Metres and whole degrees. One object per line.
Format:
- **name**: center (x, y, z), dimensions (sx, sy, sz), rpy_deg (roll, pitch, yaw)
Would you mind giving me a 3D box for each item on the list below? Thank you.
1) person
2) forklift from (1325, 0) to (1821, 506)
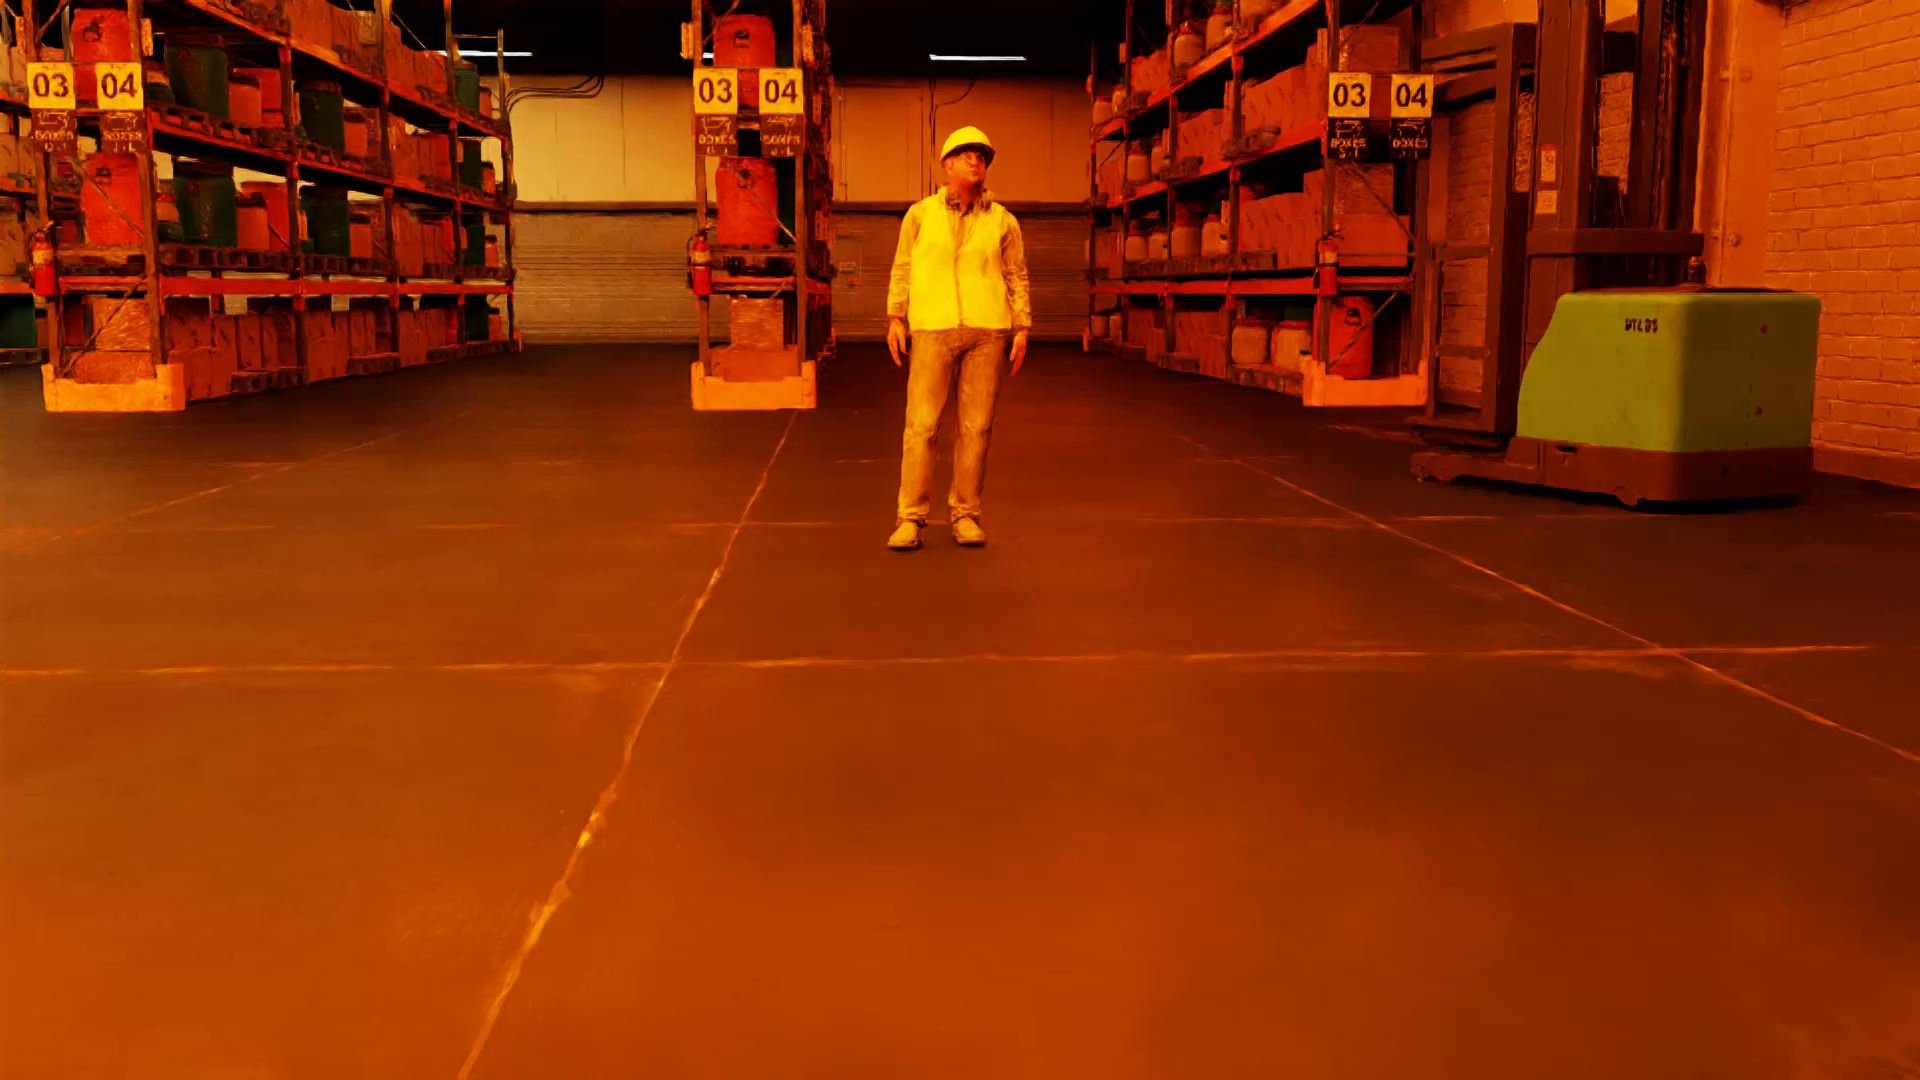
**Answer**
- **person**: center (-0.004, -0.875, 7.116), dimensions (0.632, 1.773, 0.567), rpy_deg (-1, 8, -4)
- **forklift**: center (3.290, -1.795, 9.420), dimensions (1.130, 2.935, 3.031), rpy_deg (-4, 9, -23)
